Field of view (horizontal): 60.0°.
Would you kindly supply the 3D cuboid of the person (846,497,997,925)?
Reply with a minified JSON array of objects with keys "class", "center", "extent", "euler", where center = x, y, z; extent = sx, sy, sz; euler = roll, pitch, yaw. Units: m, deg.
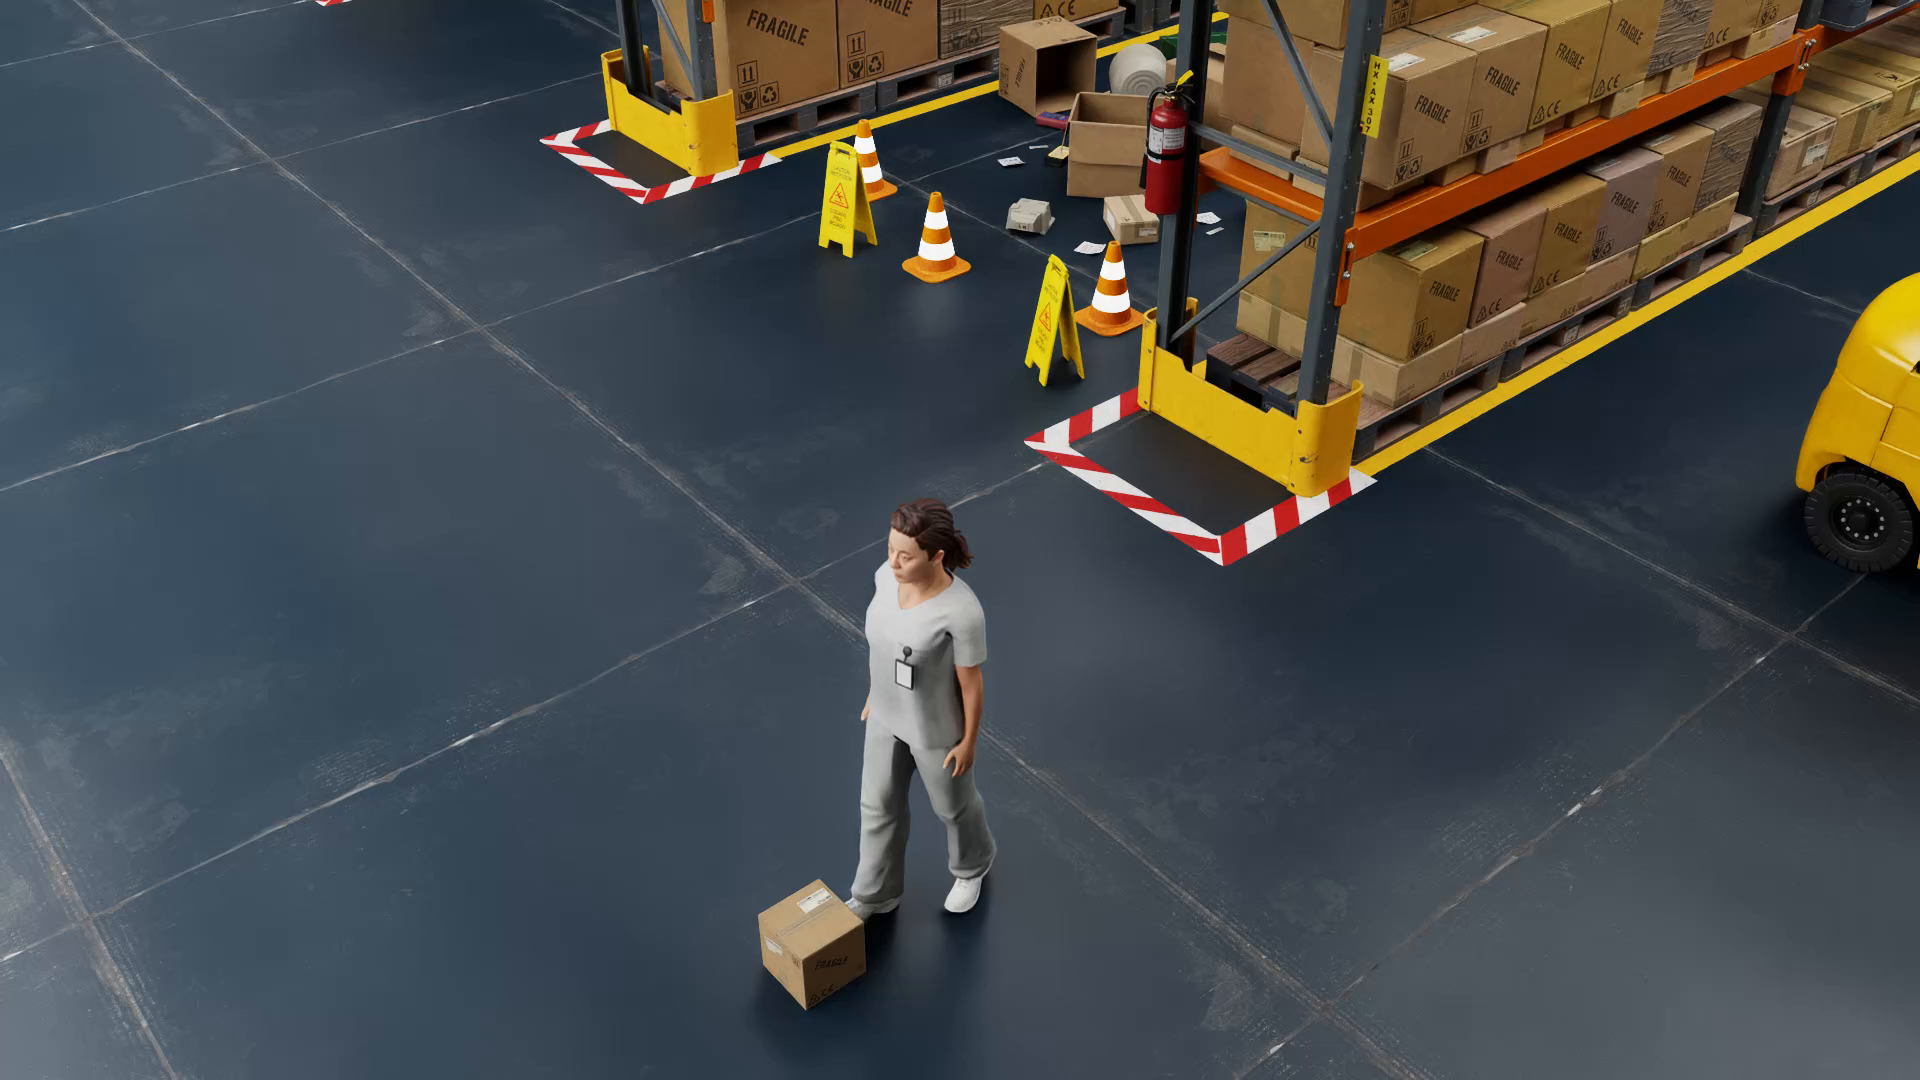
[{"class":"person","center":[-0.155,0.611,5.333],"extent":[0.451,1.627,0.655],"euler":[29,45,33]}]
